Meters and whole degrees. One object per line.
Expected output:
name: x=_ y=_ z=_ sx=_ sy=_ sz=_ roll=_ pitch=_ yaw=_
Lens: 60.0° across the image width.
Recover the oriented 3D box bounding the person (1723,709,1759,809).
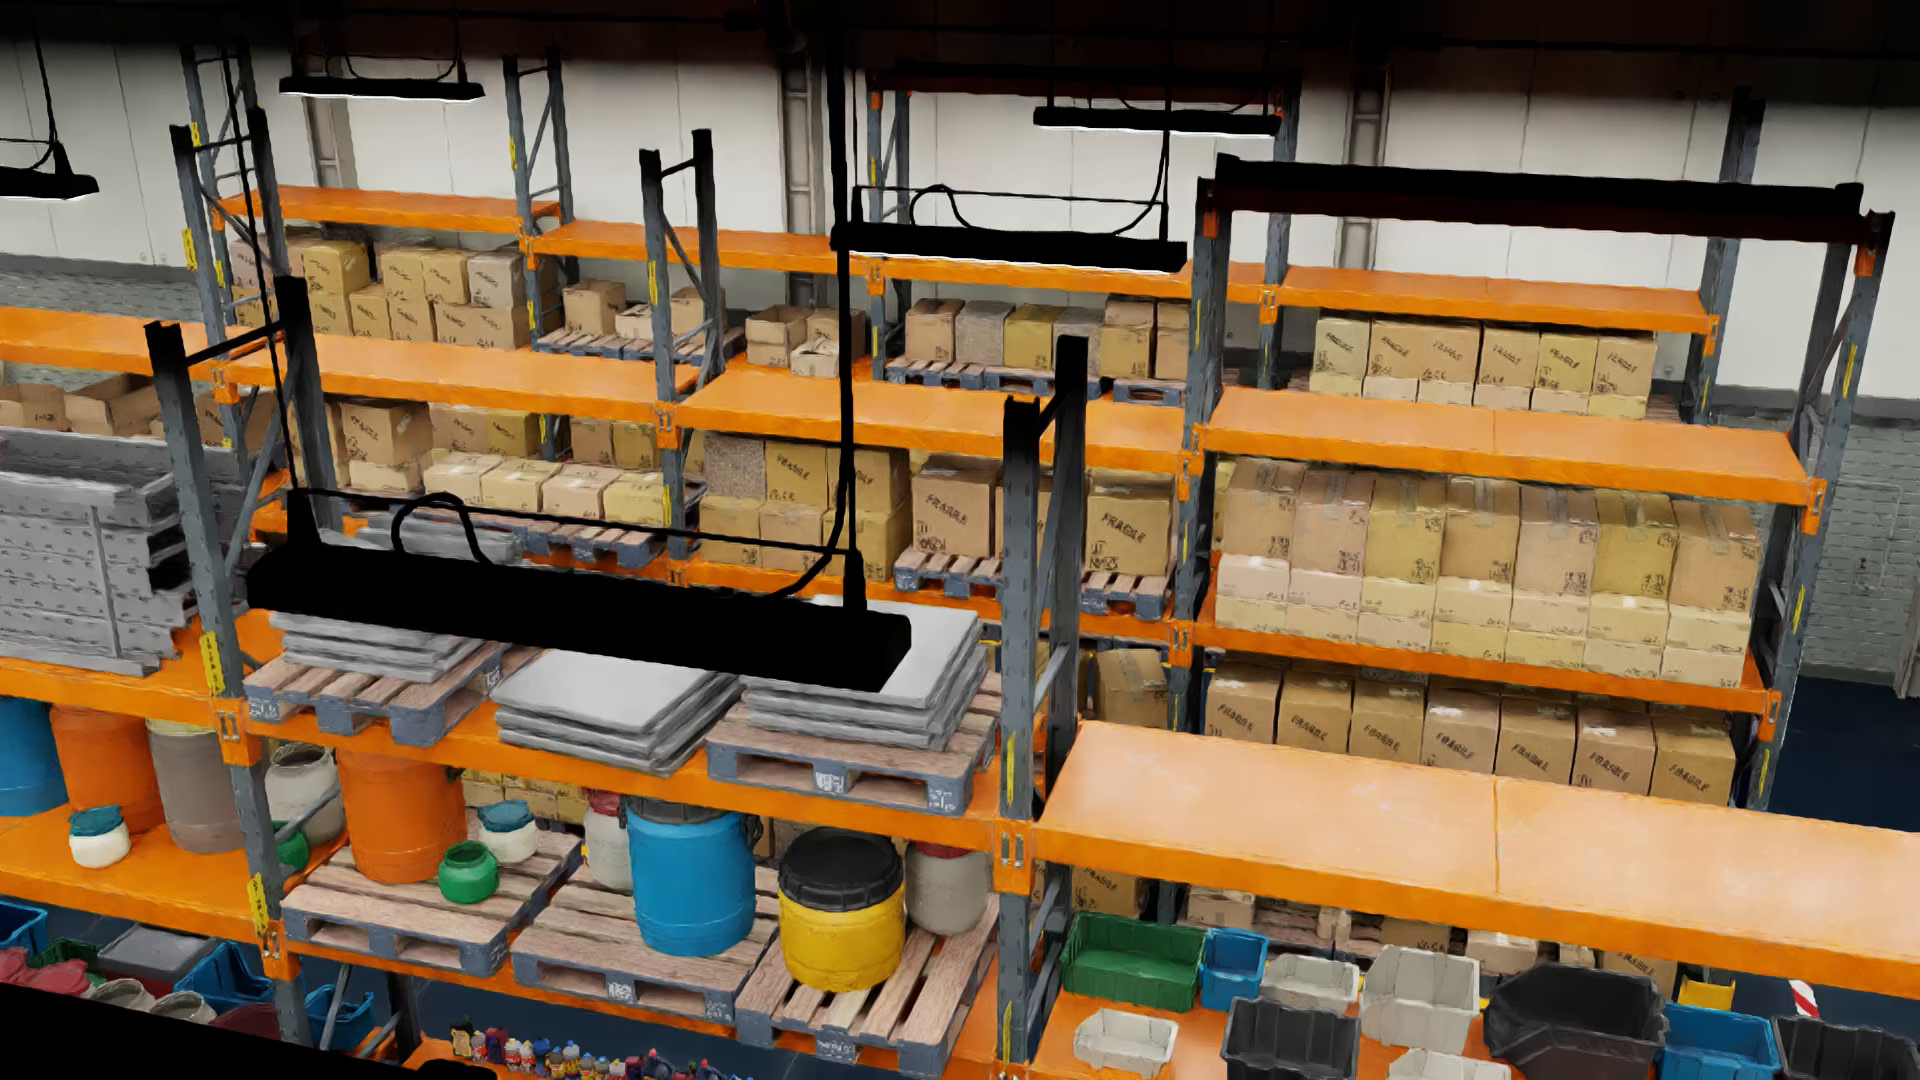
person: x=6.349 y=1.976 z=13.845 sx=0.587 sy=1.656 sz=0.391 roll=12 pitch=25 yaw=26
